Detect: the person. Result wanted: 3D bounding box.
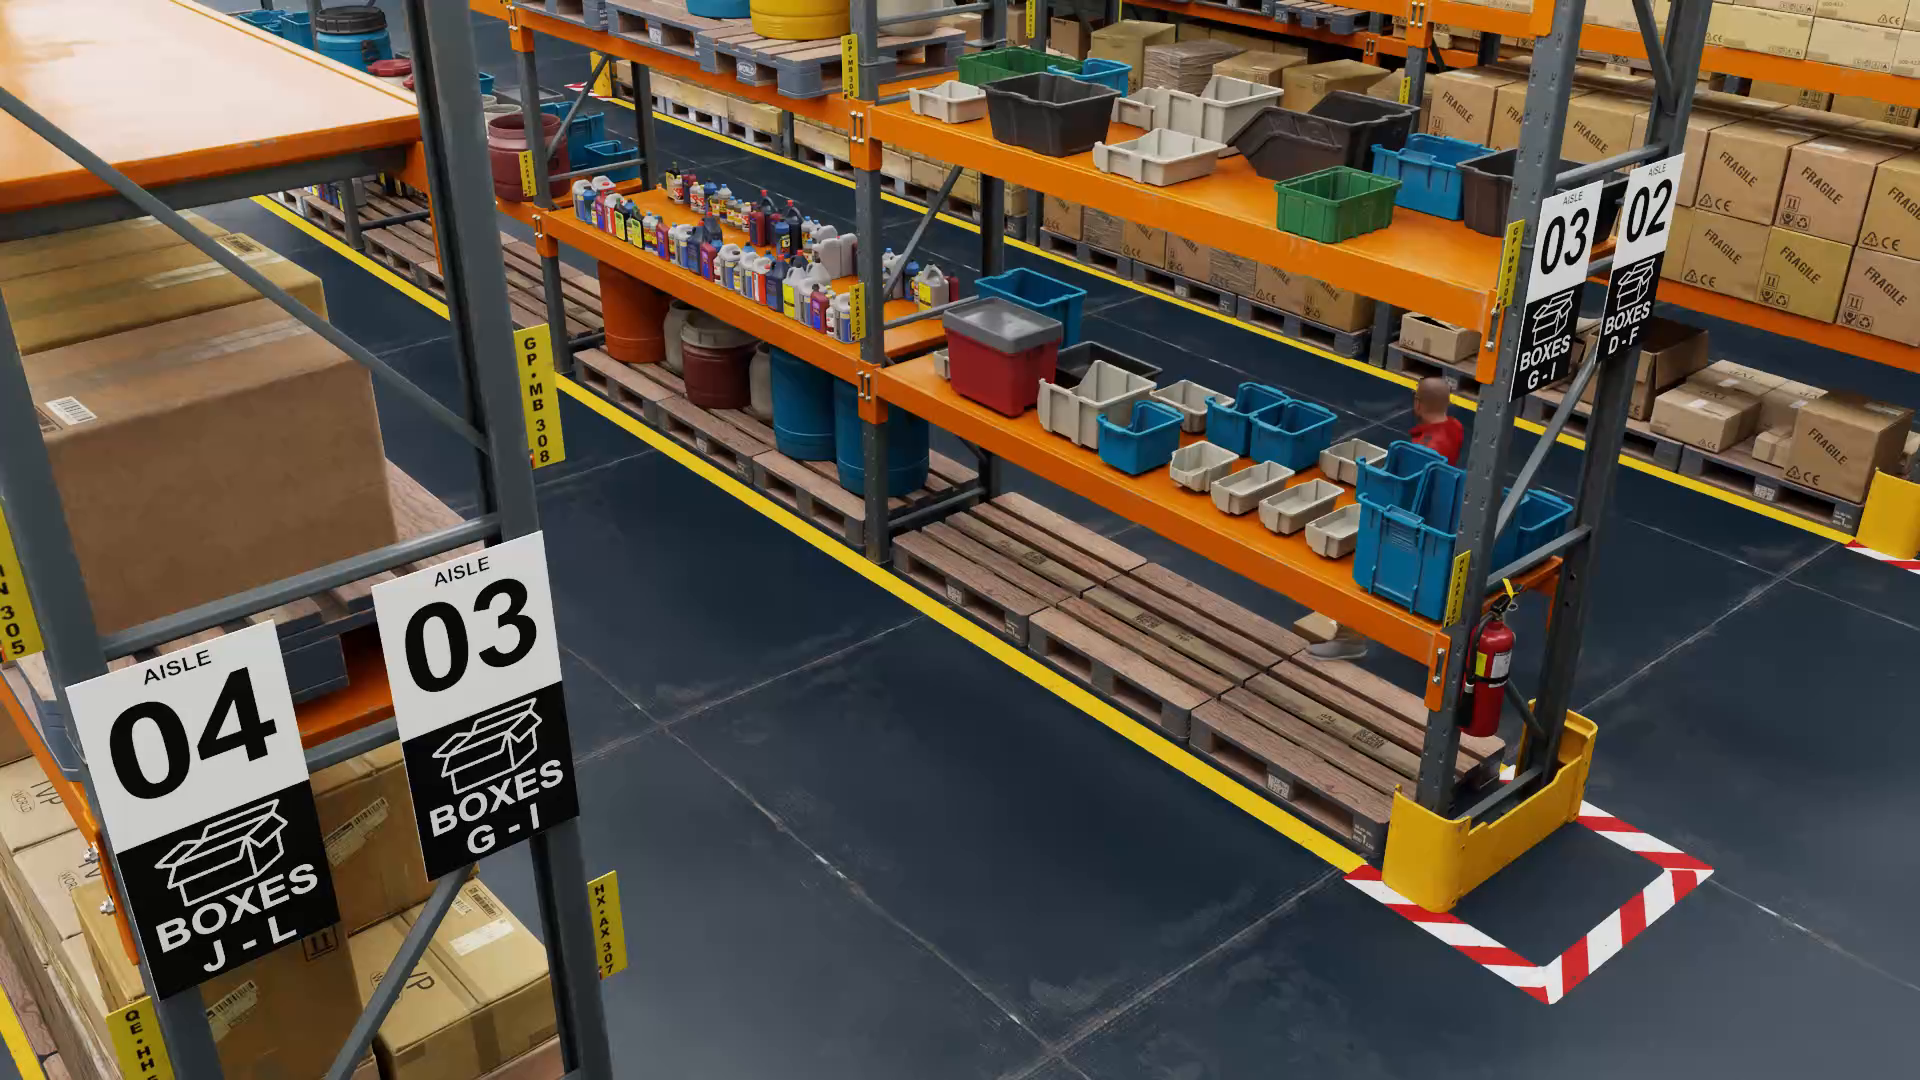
[{"bbox_3d":[2.343,-0.053,8.713,0.799,1.697,0.803,12,30,22],"label":"person"}]
